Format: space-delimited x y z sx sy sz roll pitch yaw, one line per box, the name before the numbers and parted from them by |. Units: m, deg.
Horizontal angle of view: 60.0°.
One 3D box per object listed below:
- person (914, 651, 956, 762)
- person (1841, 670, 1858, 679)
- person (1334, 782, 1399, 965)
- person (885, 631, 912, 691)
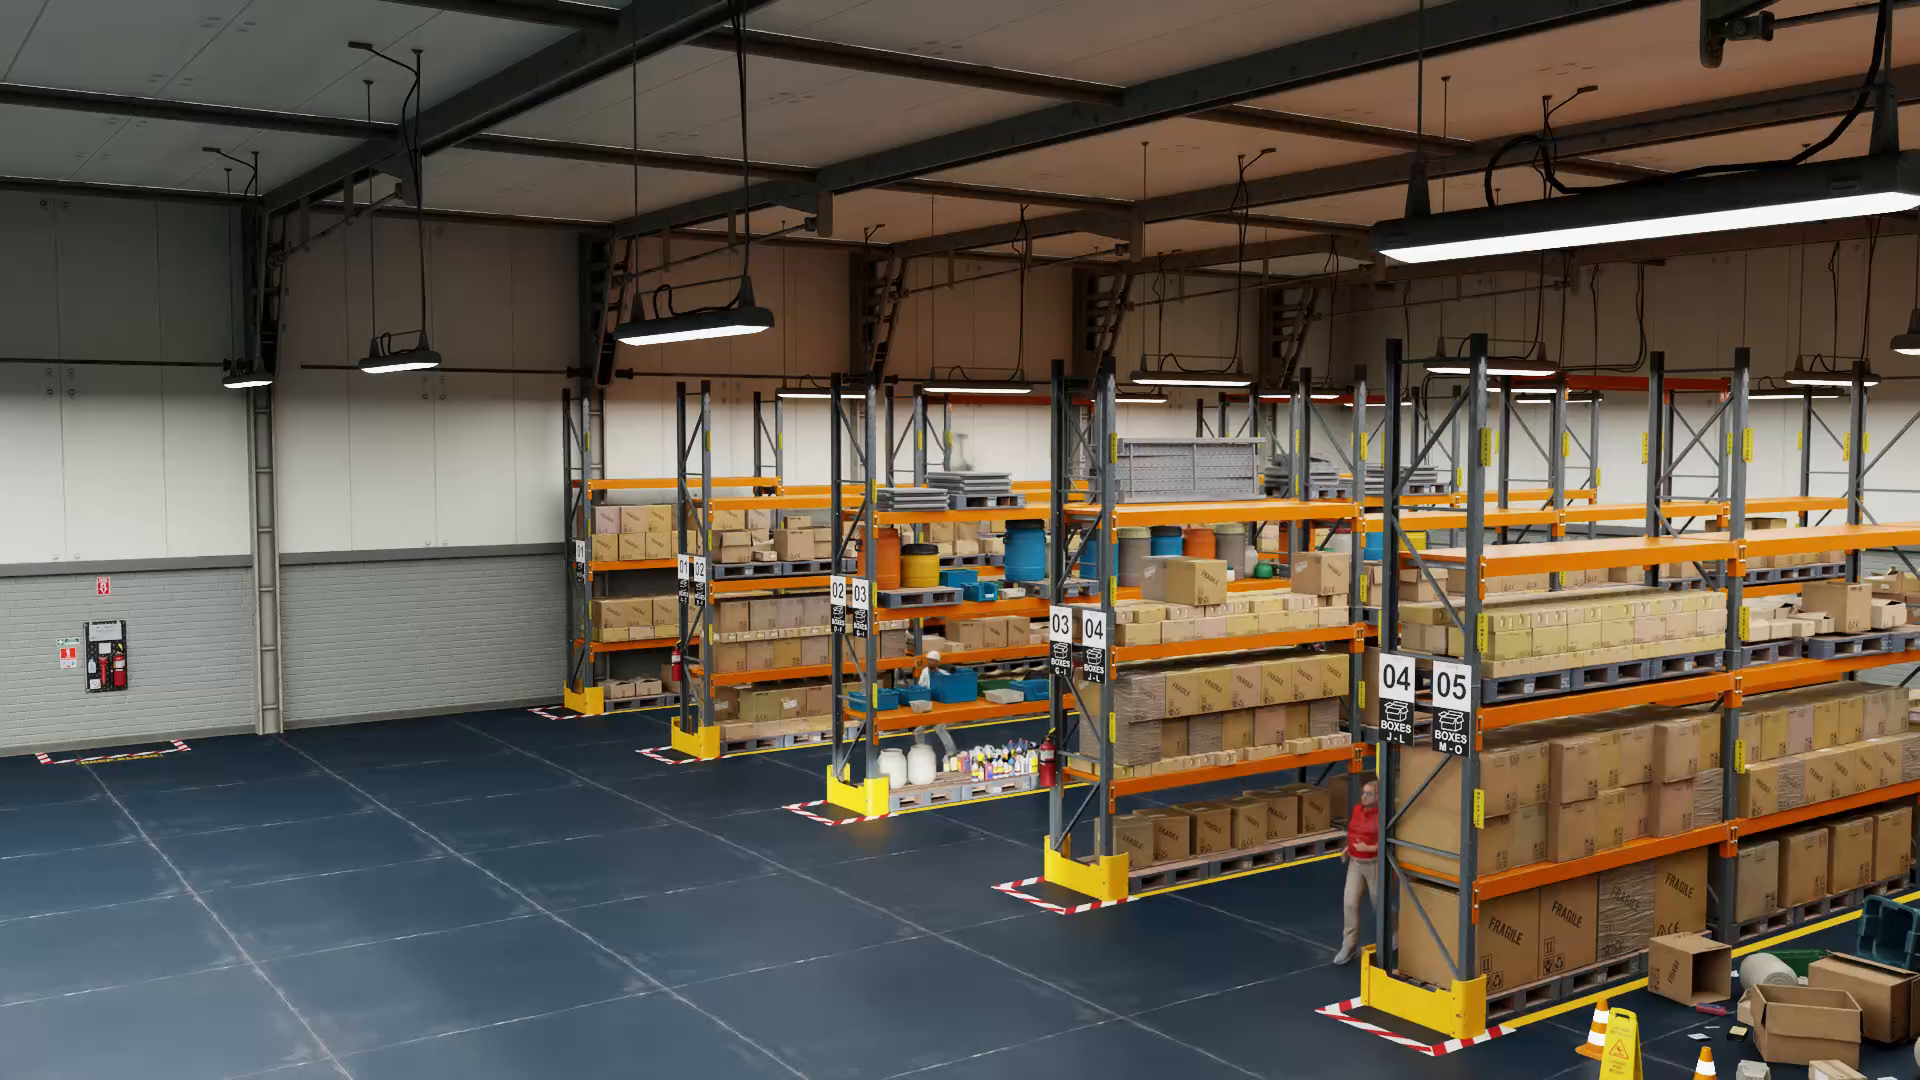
person | -0.424 2.610 25.601 0.671 1.819 0.897 3 5 40
person | 13.297 2.714 24.930 0.931 1.722 0.629 -3 5 -41
person | 4.019 3.235 16.319 0.890 1.740 0.662 -3 5 -43
person | -1.248 2.284 31.005 0.708 1.832 0.630 -3 5 -37
